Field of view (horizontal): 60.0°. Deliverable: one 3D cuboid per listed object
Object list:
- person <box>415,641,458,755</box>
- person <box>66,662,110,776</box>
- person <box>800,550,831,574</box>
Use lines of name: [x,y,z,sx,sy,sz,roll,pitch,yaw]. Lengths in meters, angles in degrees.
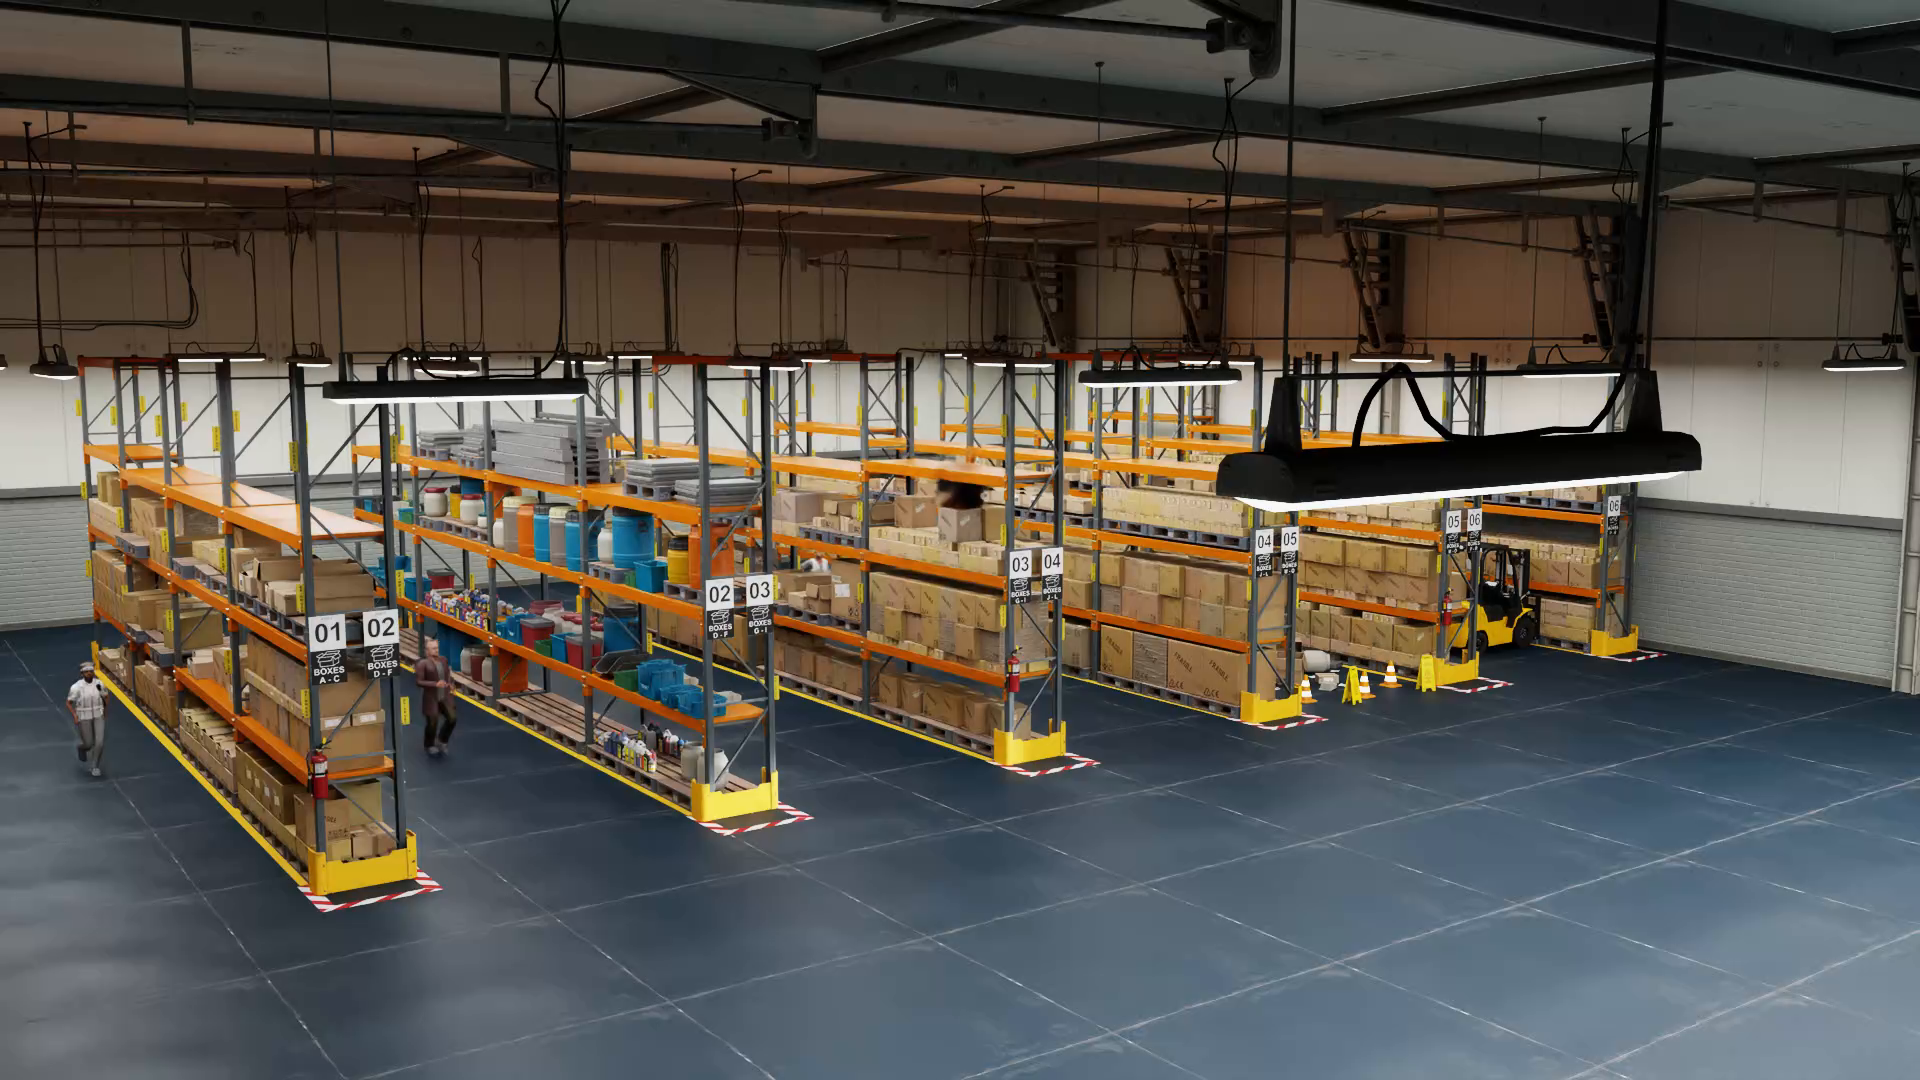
person: [-7.908,2.406,25.179,0.734,1.766,0.680,7,10,44]
person: [-12.694,2.588,24.257,0.560,1.665,0.517,-6,9,-42]
person: [-3.082,1.041,36.330,0.630,1.843,0.736,-5,9,-37]
